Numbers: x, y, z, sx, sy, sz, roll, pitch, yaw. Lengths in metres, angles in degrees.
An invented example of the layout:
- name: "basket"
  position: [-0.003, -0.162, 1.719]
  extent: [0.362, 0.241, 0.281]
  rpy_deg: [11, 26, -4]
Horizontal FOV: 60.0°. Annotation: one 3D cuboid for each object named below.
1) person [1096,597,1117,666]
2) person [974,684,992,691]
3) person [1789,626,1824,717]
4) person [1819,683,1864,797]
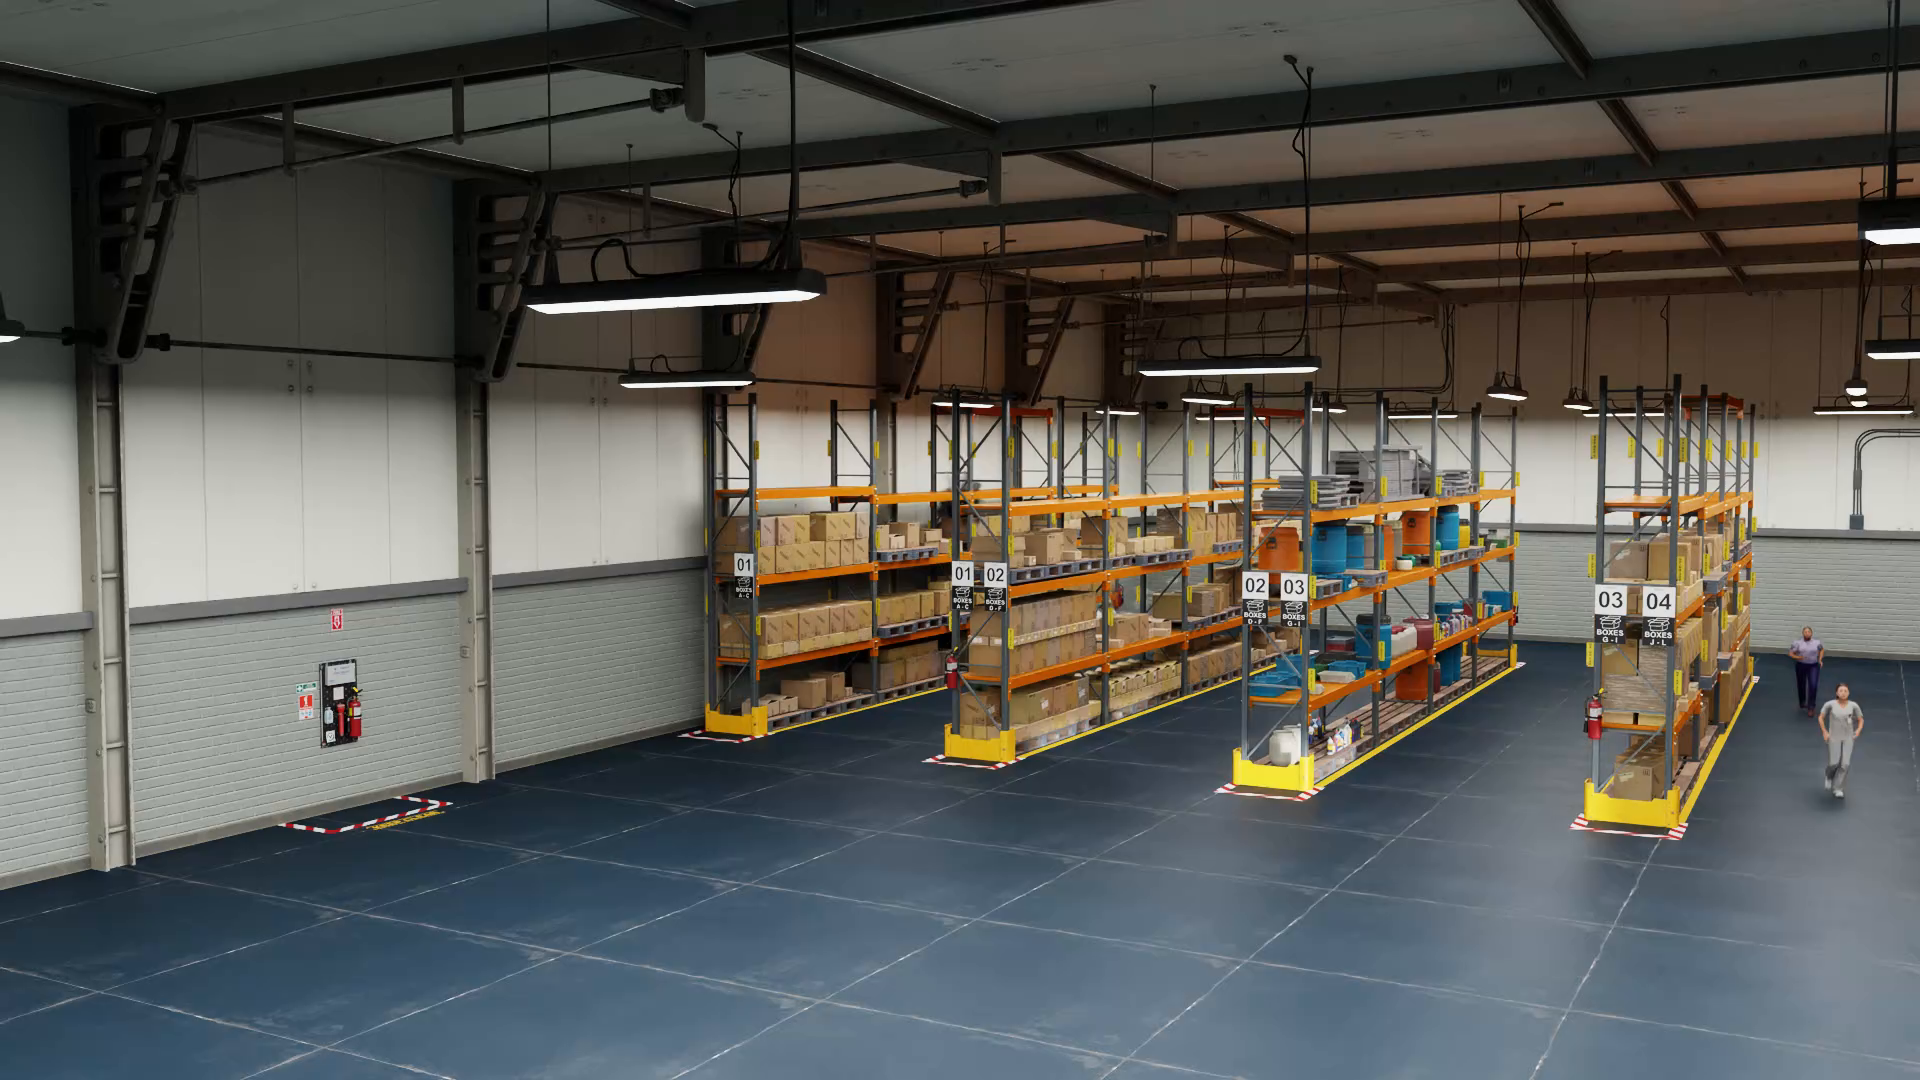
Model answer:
- name: "person"
  position: [3.245, 2.135, 37.275]
  extent: [0.669, 1.735, 0.591]
  rpy_deg: [1, 3, 21]
- name: "person"
  position: [0.558, 2.429, 31.315]
  extent: [0.622, 1.836, 1.010]
  rpy_deg: [1, 3, 21]
- name: "person"
  position: [16.031, 2.466, 31.493]
  extent: [0.602, 1.662, 0.934]
  rpy_deg: [1, 3, 25]
- name: "person"
  position: [12.773, 2.886, 24.091]
  extent: [0.579, 1.639, 0.559]
  rpy_deg: [1, 3, 17]
